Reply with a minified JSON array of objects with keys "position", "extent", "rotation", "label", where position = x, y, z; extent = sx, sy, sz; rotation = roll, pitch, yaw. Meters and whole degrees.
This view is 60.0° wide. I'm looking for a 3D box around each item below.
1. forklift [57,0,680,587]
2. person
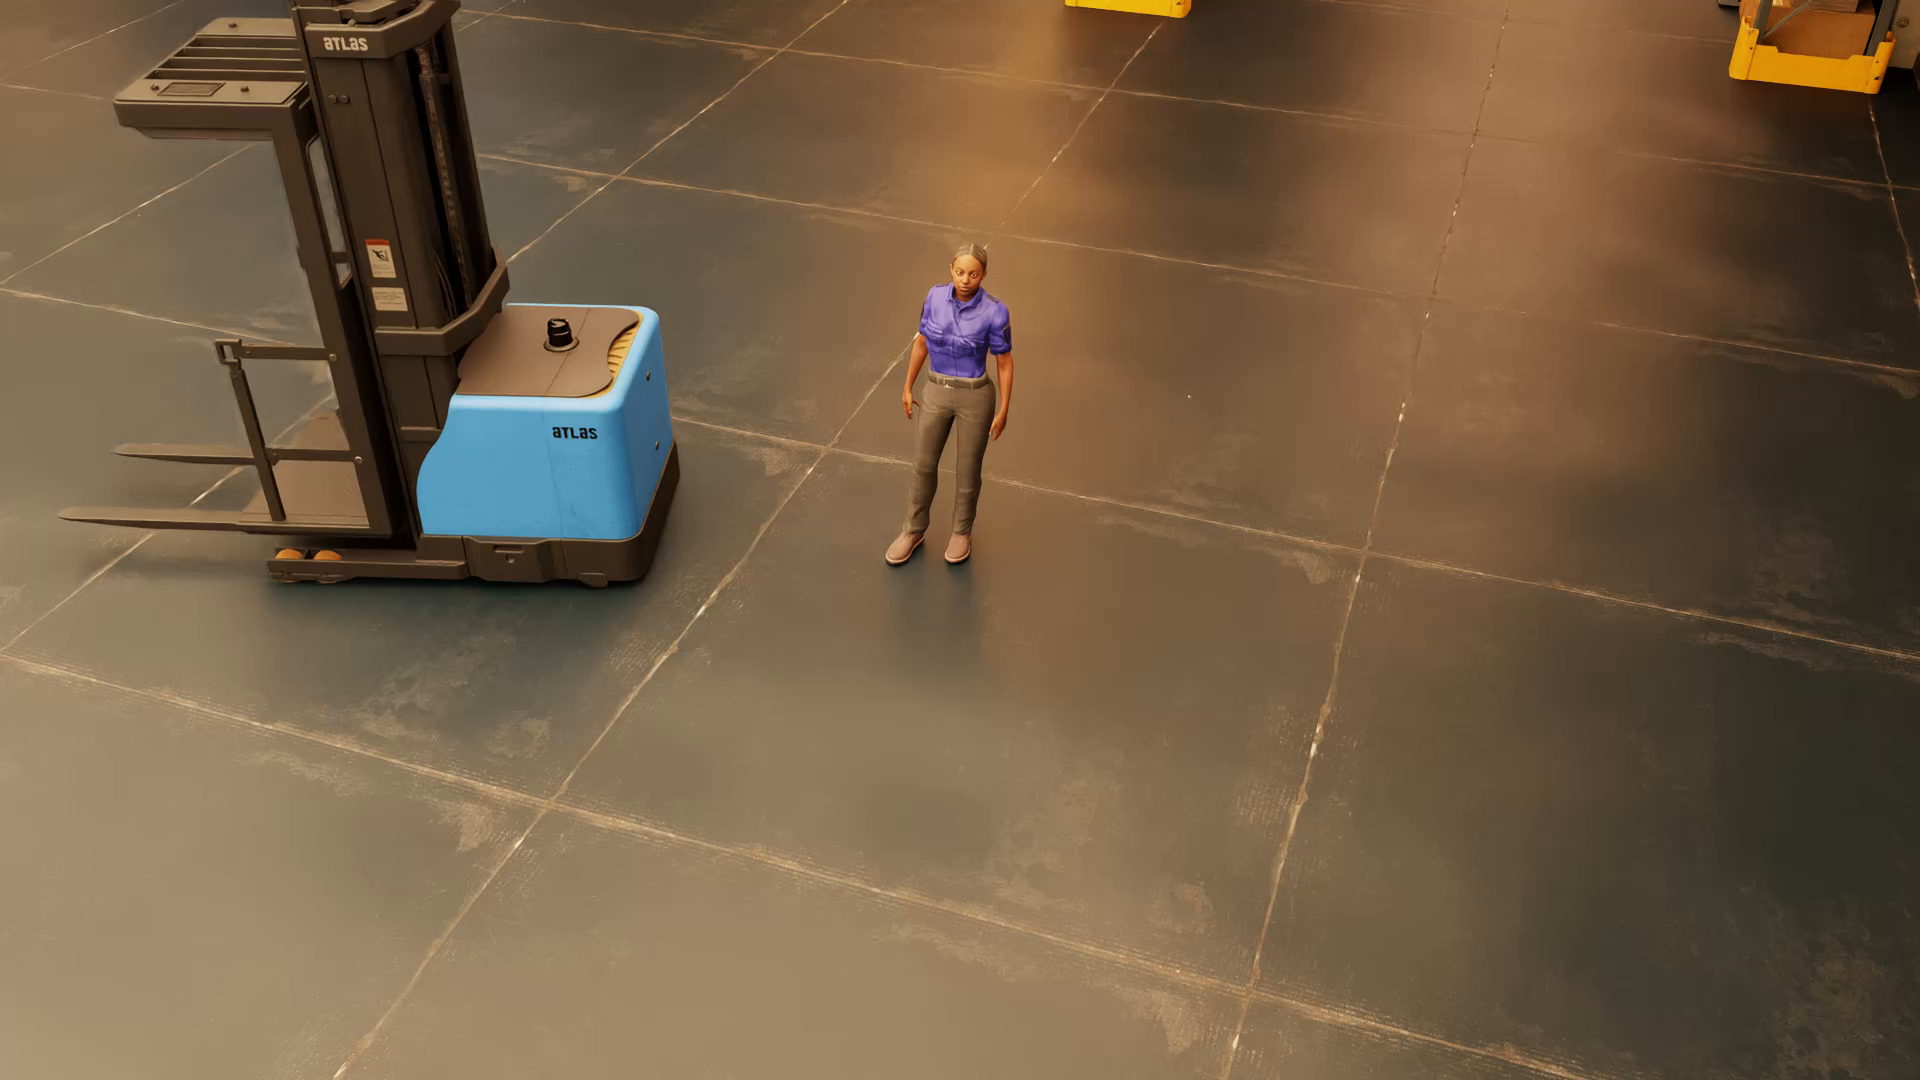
[{"position":[-3.051,-1.280,7.916],"extent":[3.031,2.935,1.130],"rotation":[2,35,2],"label":"forklift"},{"position":[-0.048,-0.637,8.100],"extent":[0.569,1.656,0.503],"rotation":[12,37,16],"label":"person"}]
